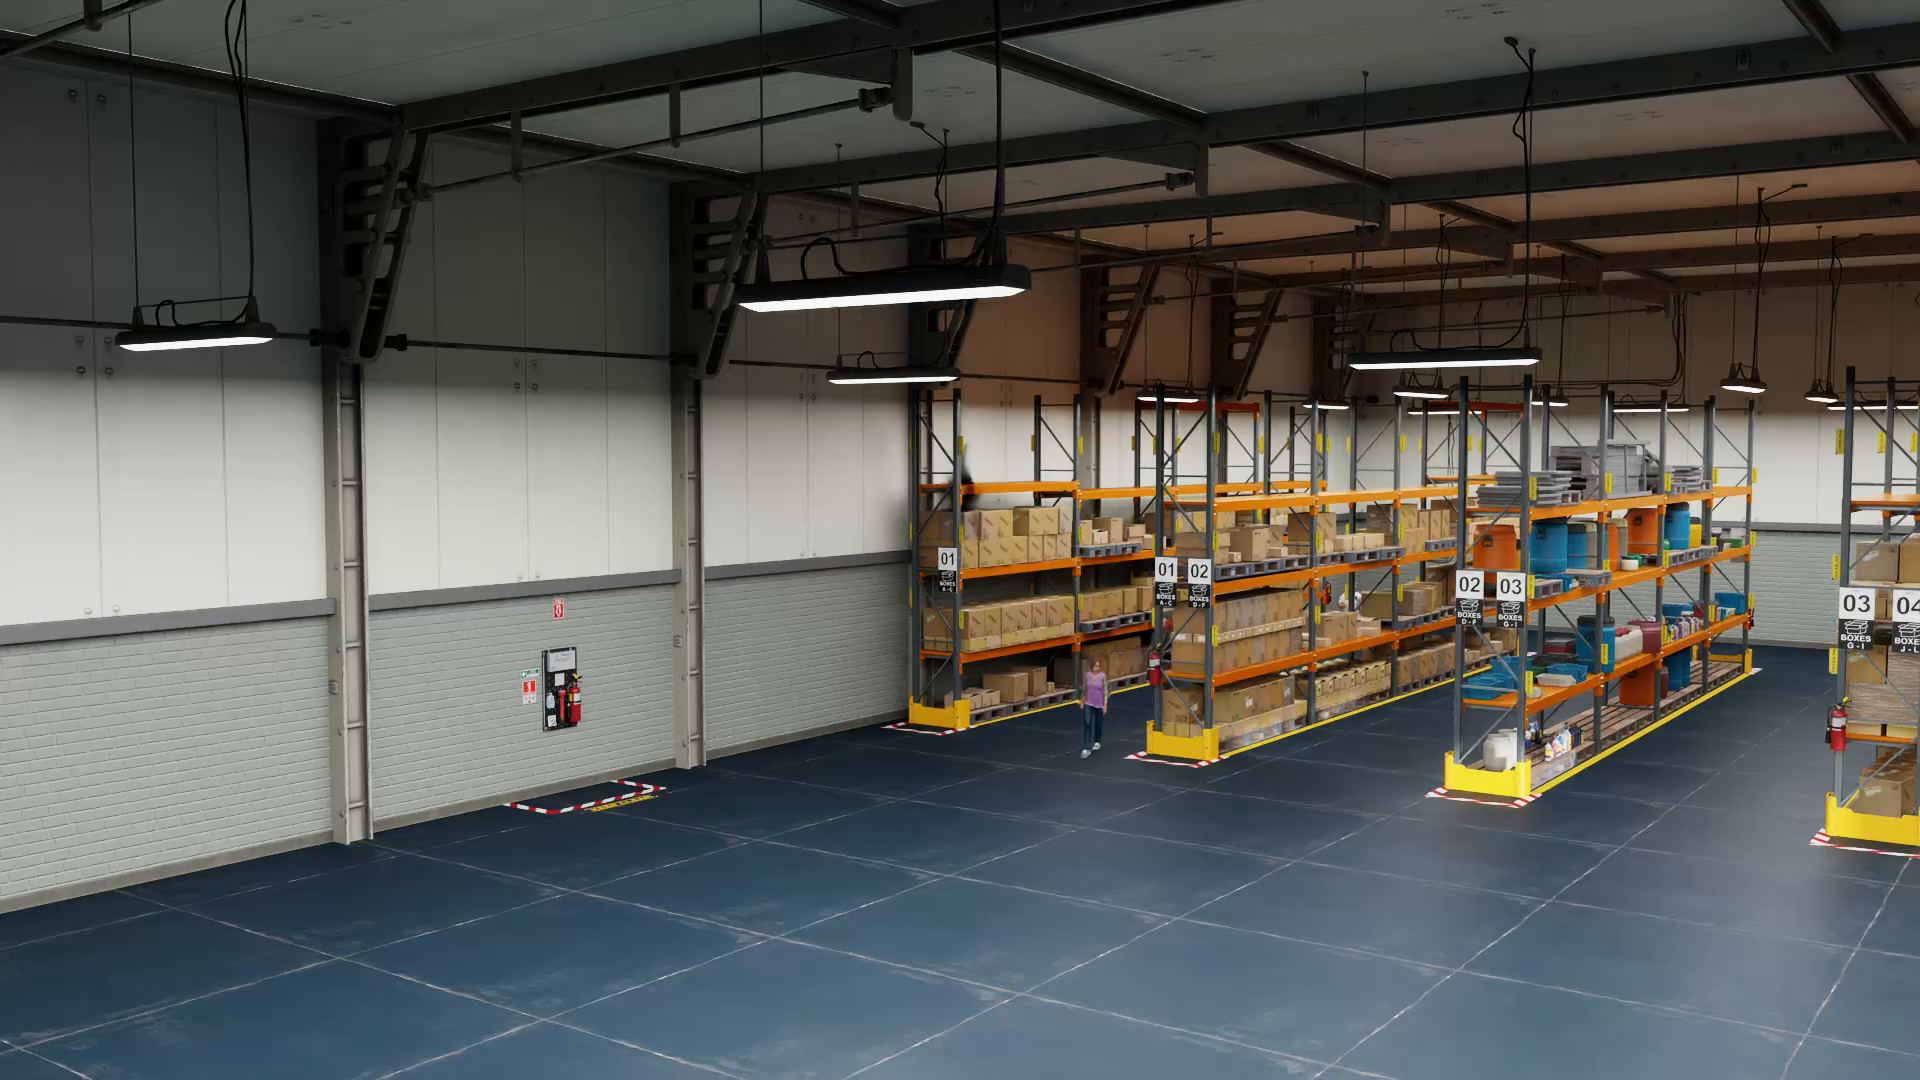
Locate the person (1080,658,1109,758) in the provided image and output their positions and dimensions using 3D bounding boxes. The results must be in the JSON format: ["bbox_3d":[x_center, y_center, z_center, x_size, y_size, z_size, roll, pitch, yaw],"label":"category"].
[{"bbox_3d":[2.172,2.693,26.943,0.476,1.538,0.900,0,3,5],"label":"person"}]

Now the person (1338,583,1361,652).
[{"bbox_3d":[9.474,1.876,40.314,0.581,1.725,0.841,1,4,23],"label":"person"}]

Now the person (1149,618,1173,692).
[{"bbox_3d":[3.868,2.325,31.845,0.634,1.674,0.653,2,4,29],"label":"person"}]
